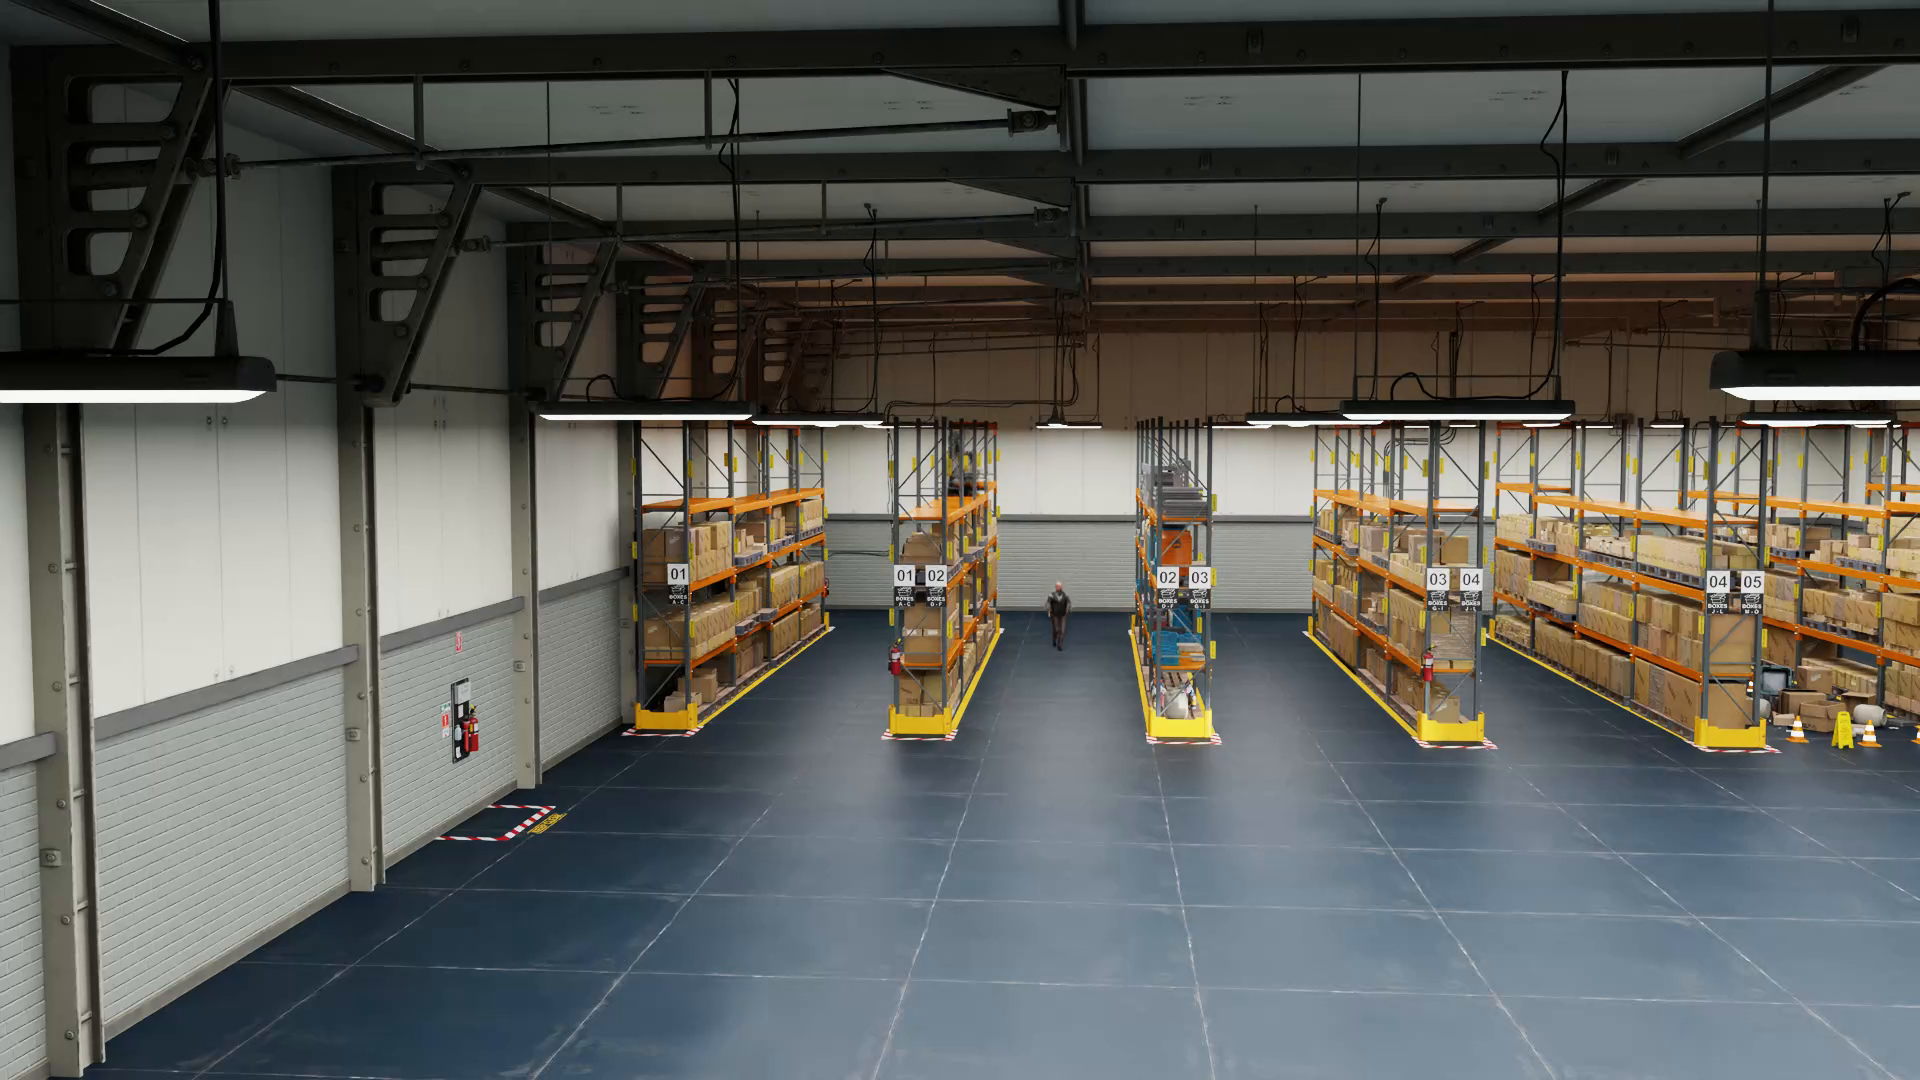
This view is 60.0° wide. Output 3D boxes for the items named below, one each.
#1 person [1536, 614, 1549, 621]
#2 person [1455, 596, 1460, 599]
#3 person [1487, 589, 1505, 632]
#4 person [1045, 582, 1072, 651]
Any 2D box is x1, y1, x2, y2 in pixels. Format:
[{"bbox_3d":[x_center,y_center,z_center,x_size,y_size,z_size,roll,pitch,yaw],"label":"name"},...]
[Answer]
[{"bbox_3d":[16.727,1.773,47.409,0.586,1.724,0.654,0,4,3],"label":"person"},{"bbox_3d":[13.416,1.968,44.838,0.705,1.691,0.565,1,4,17],"label":"person"},{"bbox_3d":[15.359,1.790,47.321,0.623,1.735,0.711,0,4,6],"label":"person"},{"bbox_3d":[2.461,1.901,41.340,0.660,1.694,0.519,0,4,-5],"label":"person"}]
